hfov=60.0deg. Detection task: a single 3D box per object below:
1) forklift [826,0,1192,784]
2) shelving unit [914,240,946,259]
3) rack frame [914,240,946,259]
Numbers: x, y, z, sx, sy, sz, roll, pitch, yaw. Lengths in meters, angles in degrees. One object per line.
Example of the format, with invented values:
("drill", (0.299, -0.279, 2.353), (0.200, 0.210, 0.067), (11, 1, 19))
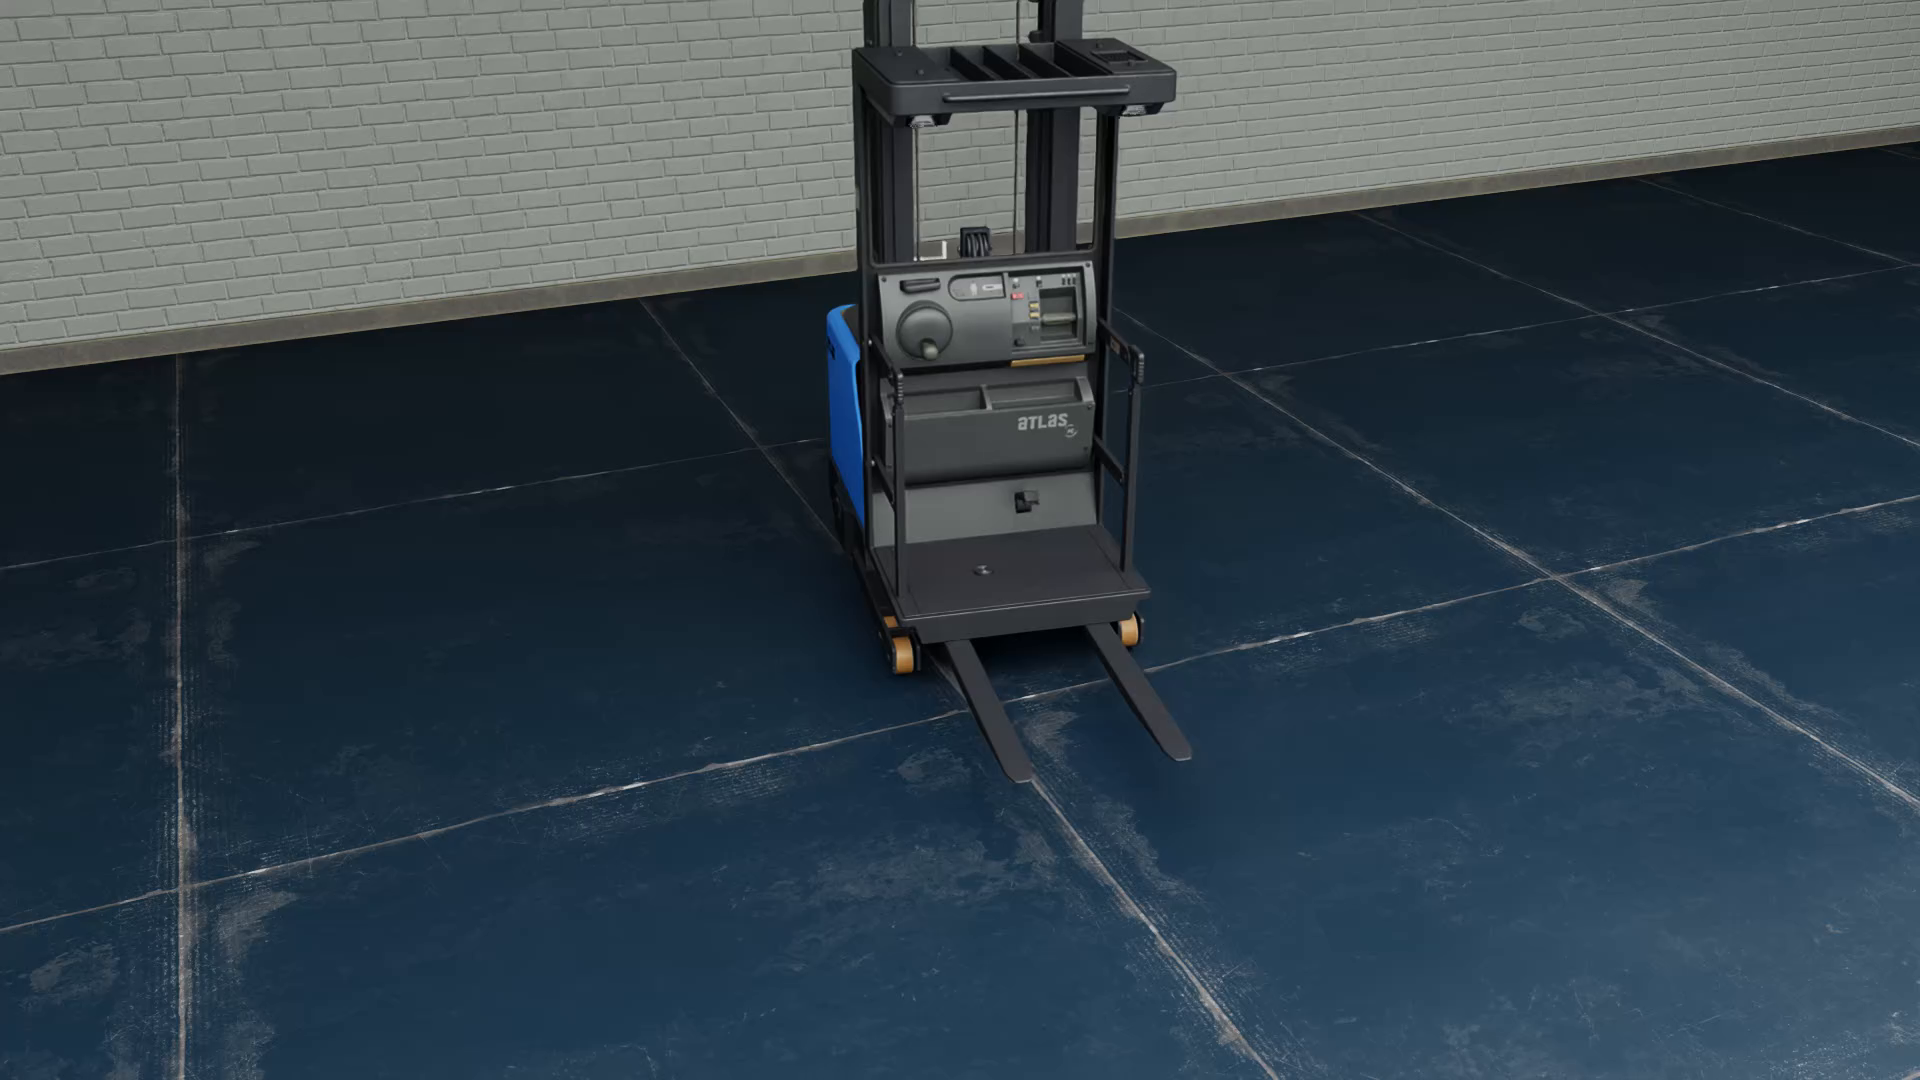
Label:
("forklift", (0.172, -0.927, 6.807), (1.130, 2.935, 3.031), (-6, 27, -12))
("shelving unit", (-0.136, -0.920, 8.766), (0.258, 1.200, 0.503), (-6, 27, -12))
("rack frame", (-0.193, -1.024, 8.979), (0.240, 1.200, 0.015), (-6, 27, -12))
